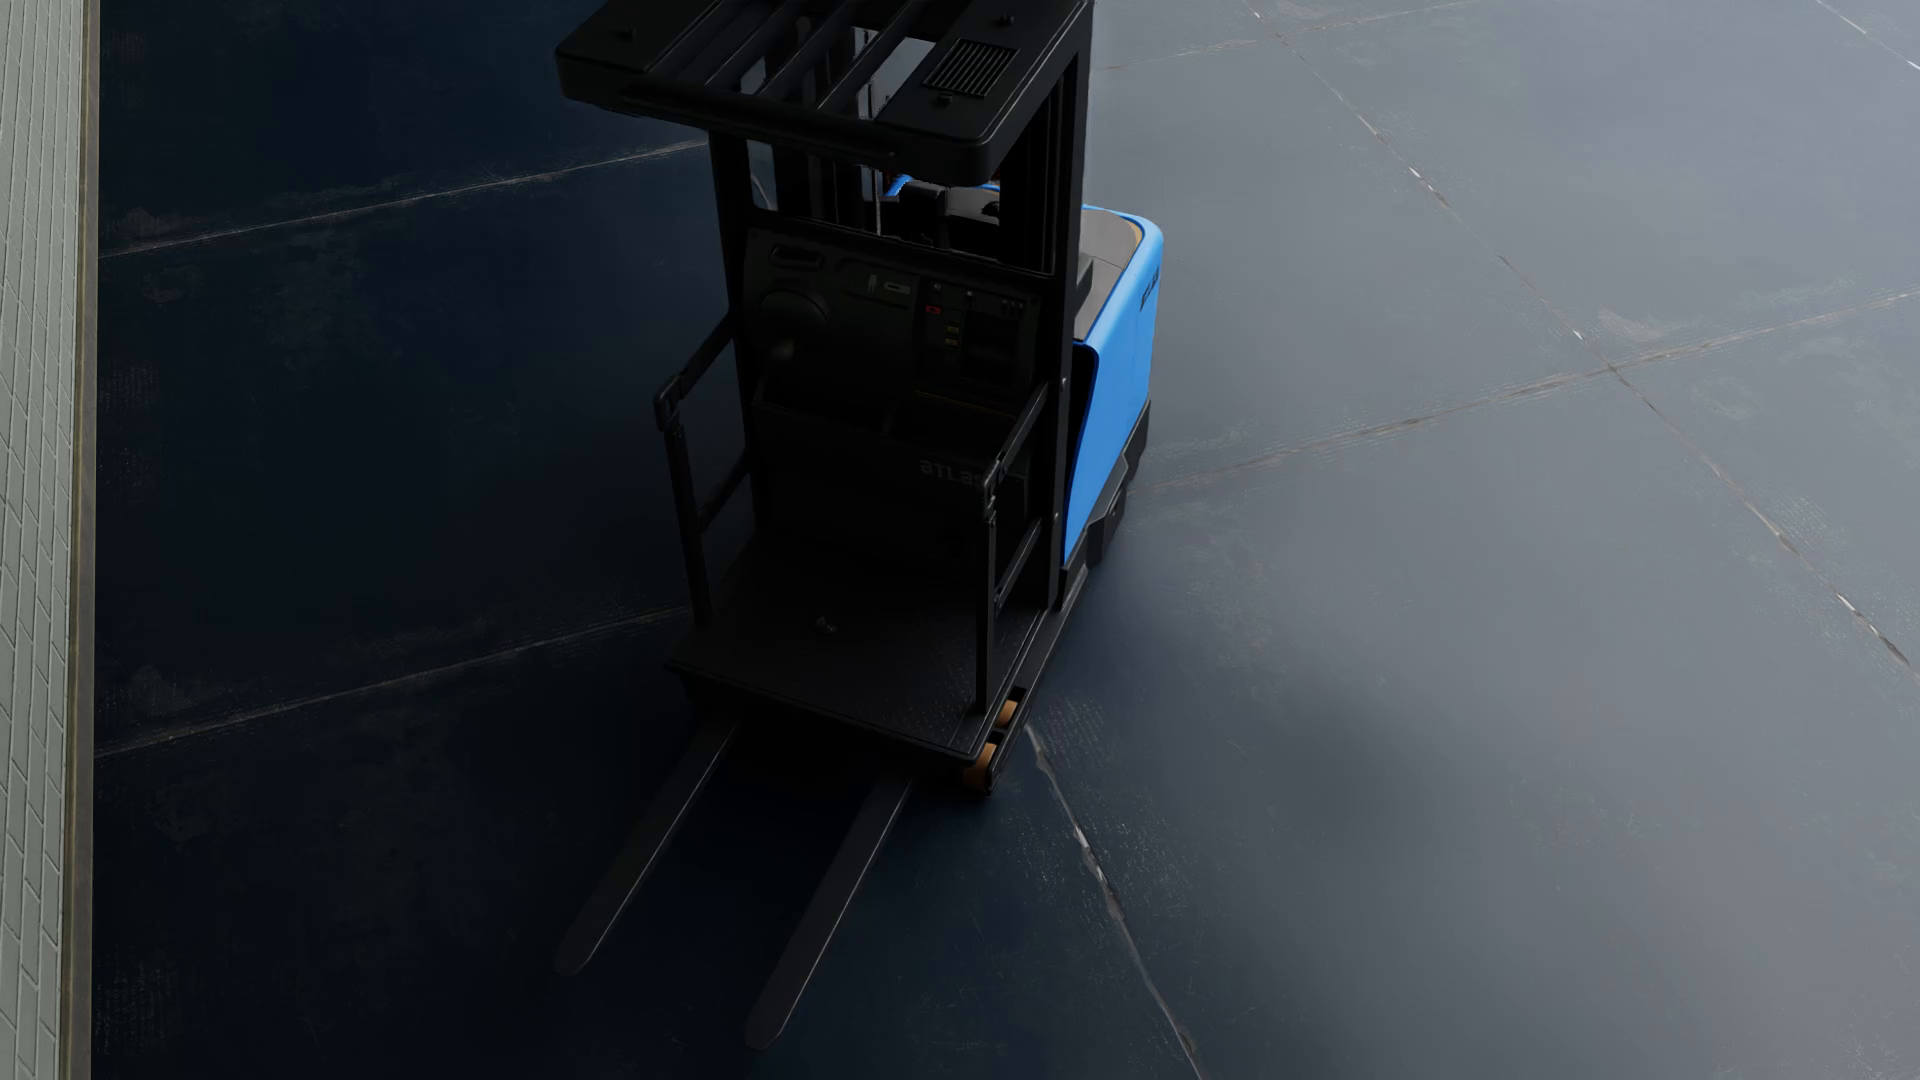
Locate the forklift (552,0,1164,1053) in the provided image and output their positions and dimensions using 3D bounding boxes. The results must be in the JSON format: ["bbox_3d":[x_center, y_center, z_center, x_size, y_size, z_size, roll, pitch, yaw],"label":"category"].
[{"bbox_3d":[-0.286,-0.561,4.740,1.130,2.935,3.031,16,47,15],"label":"forklift"}]

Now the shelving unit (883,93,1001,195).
[{"bbox_3d":[-0.029,-1.153,6.552,0.503,1.200,0.258,2,45,2],"label":"shelving unit"}]

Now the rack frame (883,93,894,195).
[{"bbox_3d":[-0.273,-1.163,6.562,0.015,1.200,0.240,2,45,2],"label":"rack frame"}]

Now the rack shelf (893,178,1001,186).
[{"bbox_3d":[-0.029,-1.264,6.442,0.480,0.148,0.258,2,45,2],"label":"rack shelf"}]

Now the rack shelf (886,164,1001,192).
[{"bbox_3d":[-0.029,-1.431,6.274,0.480,0.148,0.258,2,45,2],"label":"rack shelf"}]
